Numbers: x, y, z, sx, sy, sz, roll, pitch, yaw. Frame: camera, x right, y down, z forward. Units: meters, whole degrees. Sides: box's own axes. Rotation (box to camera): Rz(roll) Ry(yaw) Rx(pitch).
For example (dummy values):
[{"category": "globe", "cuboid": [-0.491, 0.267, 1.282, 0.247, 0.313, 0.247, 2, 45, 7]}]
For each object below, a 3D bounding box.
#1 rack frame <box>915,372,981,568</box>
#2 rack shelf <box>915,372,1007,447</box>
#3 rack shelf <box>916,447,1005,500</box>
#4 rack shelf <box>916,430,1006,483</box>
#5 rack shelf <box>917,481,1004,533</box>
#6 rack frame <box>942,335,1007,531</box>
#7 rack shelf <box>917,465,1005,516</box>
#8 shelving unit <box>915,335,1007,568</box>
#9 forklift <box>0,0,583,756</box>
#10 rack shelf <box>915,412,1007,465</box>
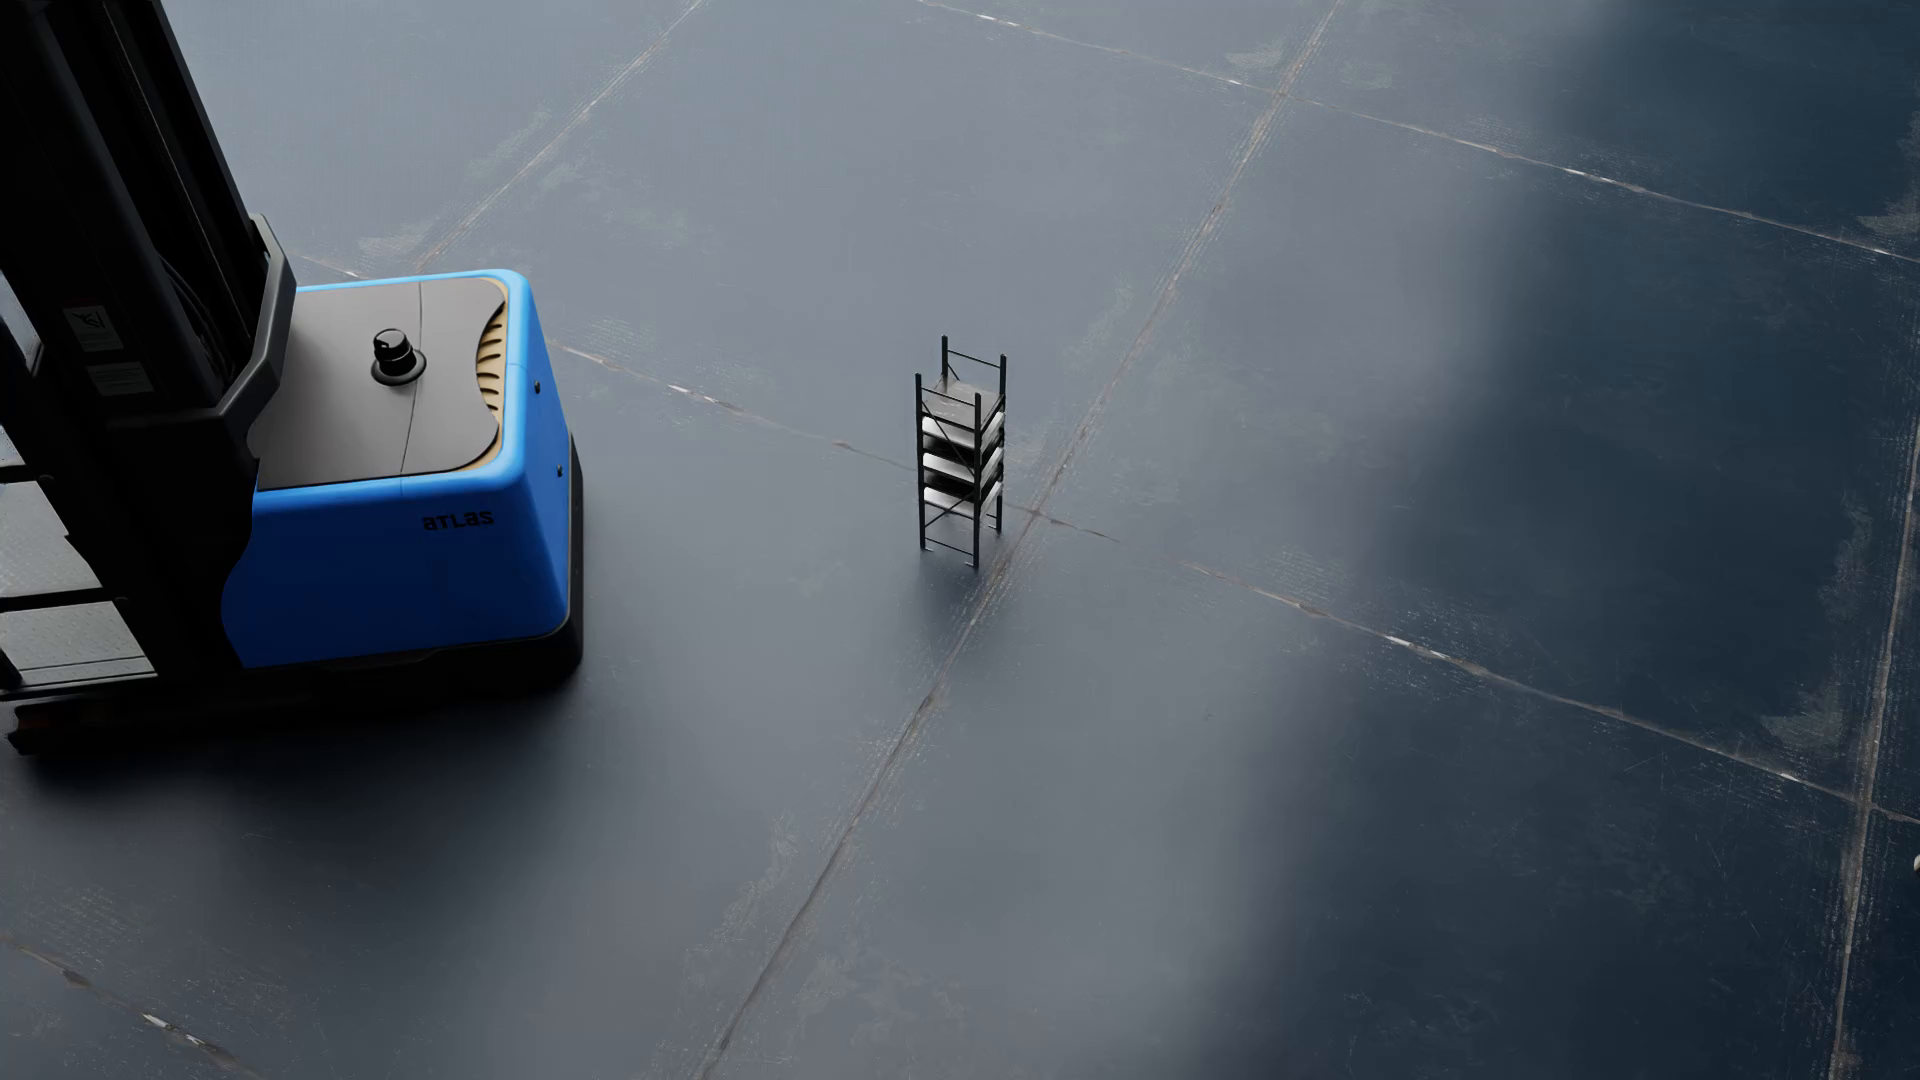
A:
[{"category": "rack frame", "cuboid": [-0.040, -0.227, 5.852, 0.240, 0.900, 0.006, 20, 52, 16]}, {"category": "rack shelf", "cuboid": [0.003, -0.451, 5.732, 0.258, 0.077, 0.200, 20, 52, 16]}, {"category": "rack shelf", "cuboid": [0.003, -0.276, 5.937, 0.258, 0.077, 0.200, 20, 52, 16]}, {"category": "rack shelf", "cuboid": [0.003, -0.334, 5.869, 0.258, 0.077, 0.200, 20, 52, 16]}, {"category": "rack shelf", "cuboid": [0.003, -0.159, 6.075, 0.258, 0.077, 0.200, 20, 52, 16]}, {"category": "rack frame", "cuboid": [0.047, -0.367, 5.972, 0.240, 0.900, 0.006, 20, 52, 16]}, {"category": "rack shelf", "cuboid": [0.003, -0.217, 6.006, 0.258, 0.077, 0.200, 20, 52, 16]}, {"category": "shelving unit", "cuboid": [0.003, -0.297, 5.912, 0.258, 0.900, 0.210, 20, 52, 16]}, {"category": "forklift", "cuboid": [-2.880, -0.659, 4.886, 3.031, 2.935, 1.130, -6, 50, -5]}, {"category": "rack shelf", "cuboid": [0.003, -0.392, 5.800, 0.258, 0.077, 0.200, 20, 52, 16]}]
